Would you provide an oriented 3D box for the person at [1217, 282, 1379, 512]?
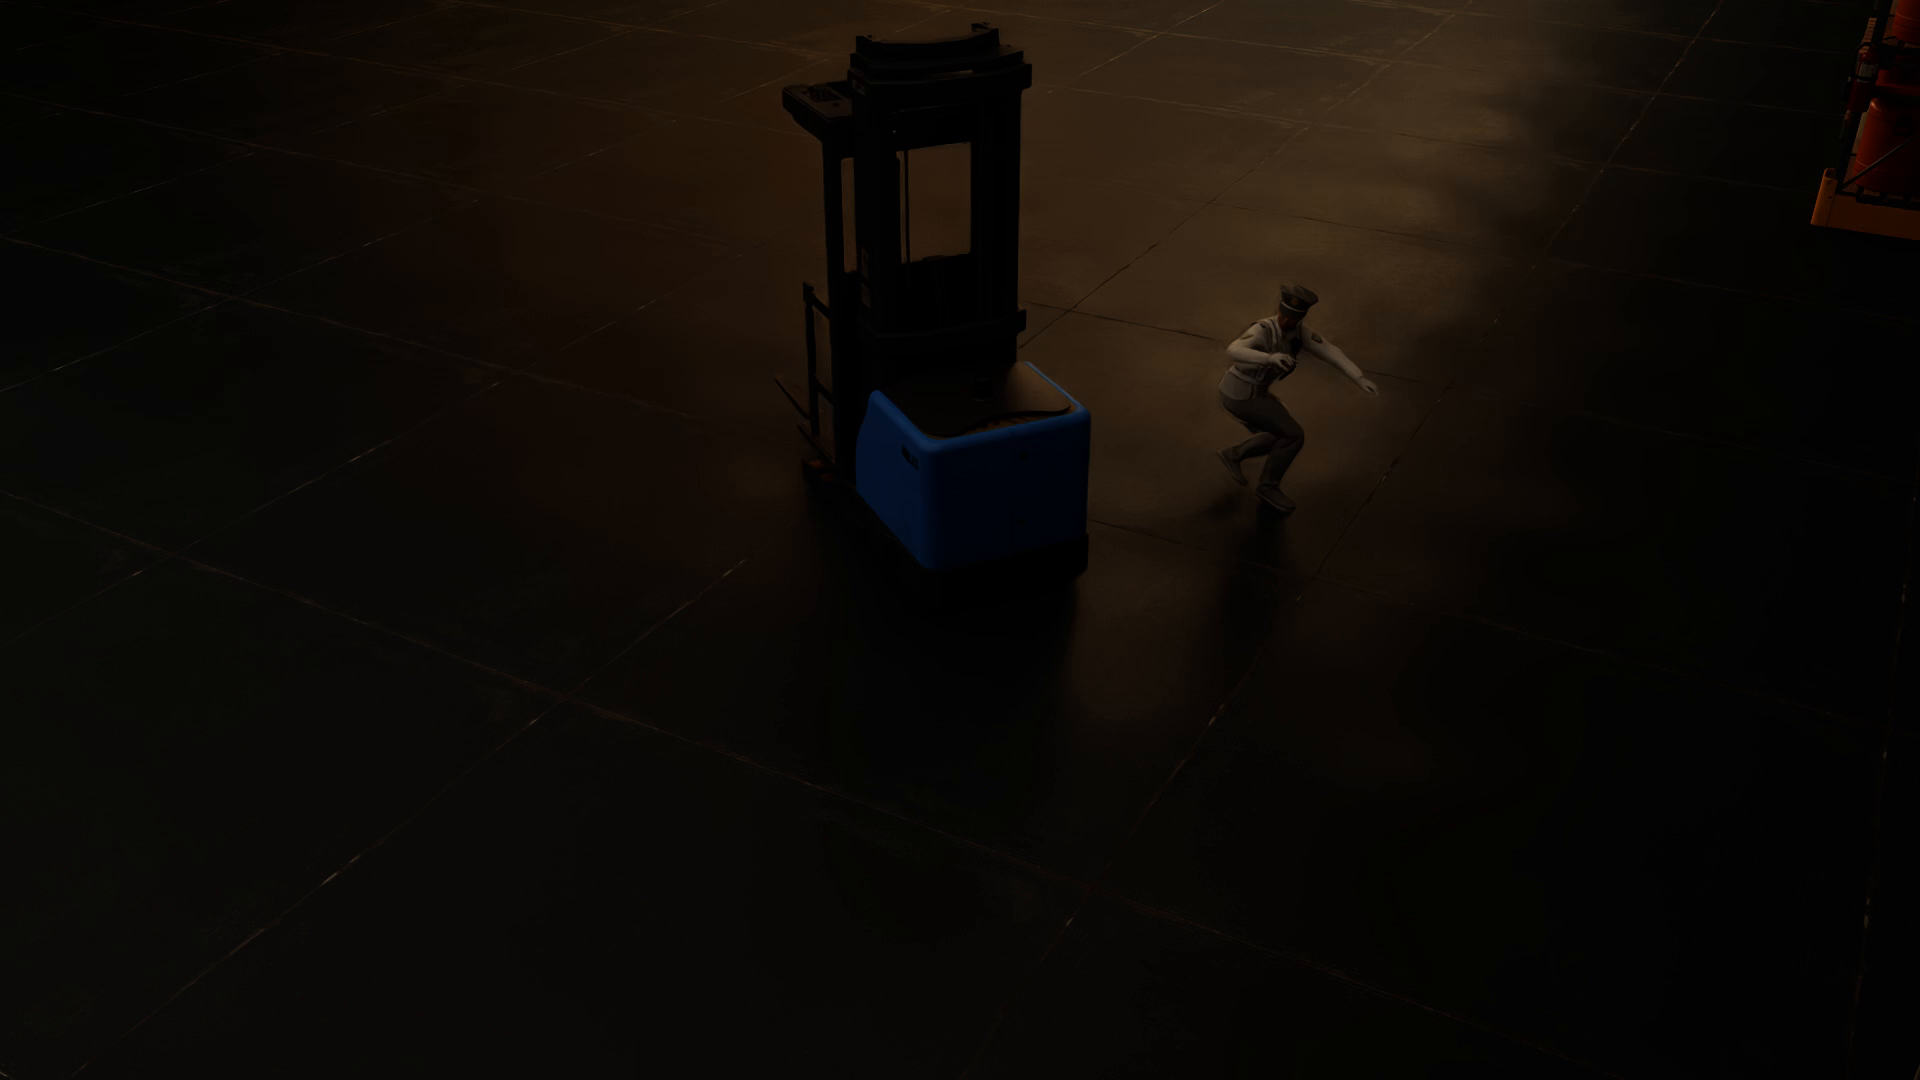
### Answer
[{"bbox_3d":[2.013,-0.845,10.083,0.945,1.401,0.708,15,33,24],"label":"person"}]

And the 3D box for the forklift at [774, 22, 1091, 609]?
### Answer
[{"bbox_3d":[-0.347,-1.606,9.853,1.130,2.935,3.031,-13,32,-21],"label":"forklift"}]
